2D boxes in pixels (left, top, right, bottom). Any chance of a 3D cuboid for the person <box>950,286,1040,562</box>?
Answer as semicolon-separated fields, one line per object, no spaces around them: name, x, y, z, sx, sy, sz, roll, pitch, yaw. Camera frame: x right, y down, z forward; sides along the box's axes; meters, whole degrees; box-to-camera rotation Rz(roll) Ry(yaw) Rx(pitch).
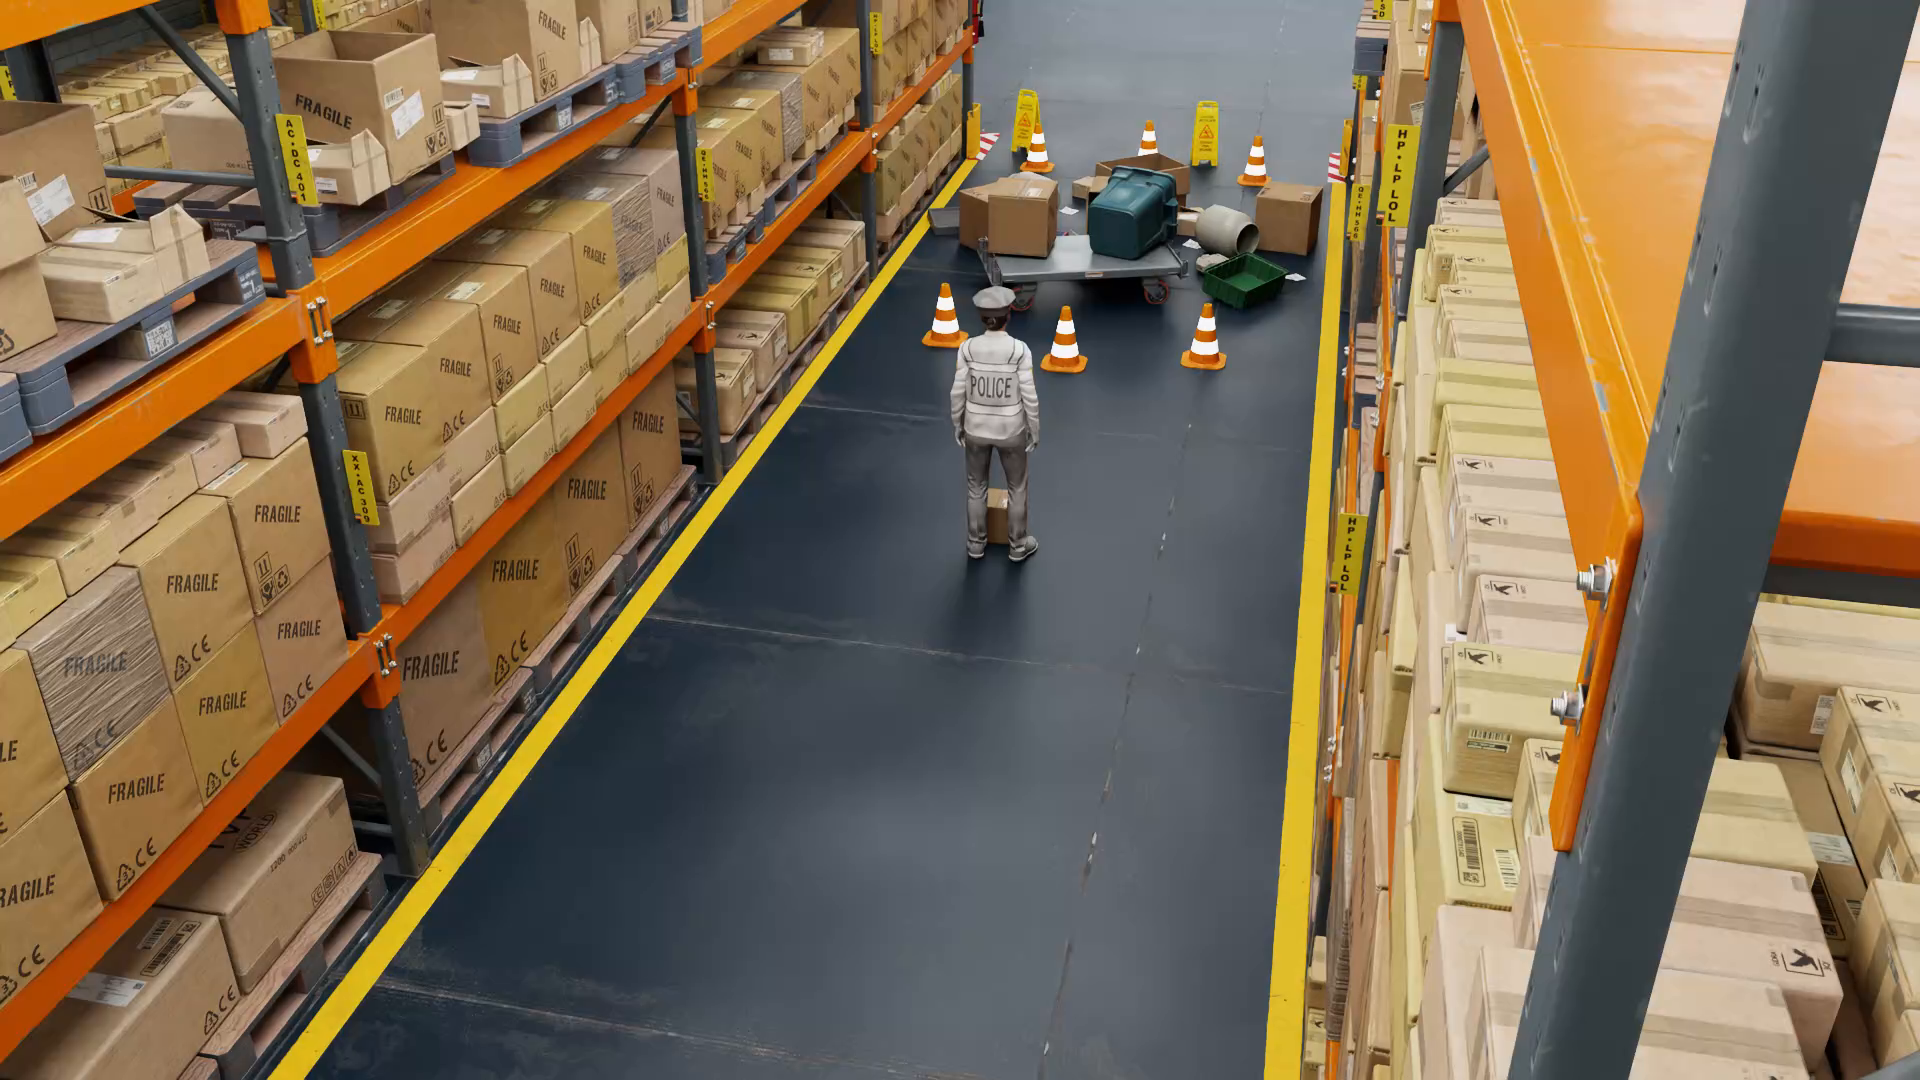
person;0.208;-0.649;9.780;0.526;1.663;0.374;6;29;10
